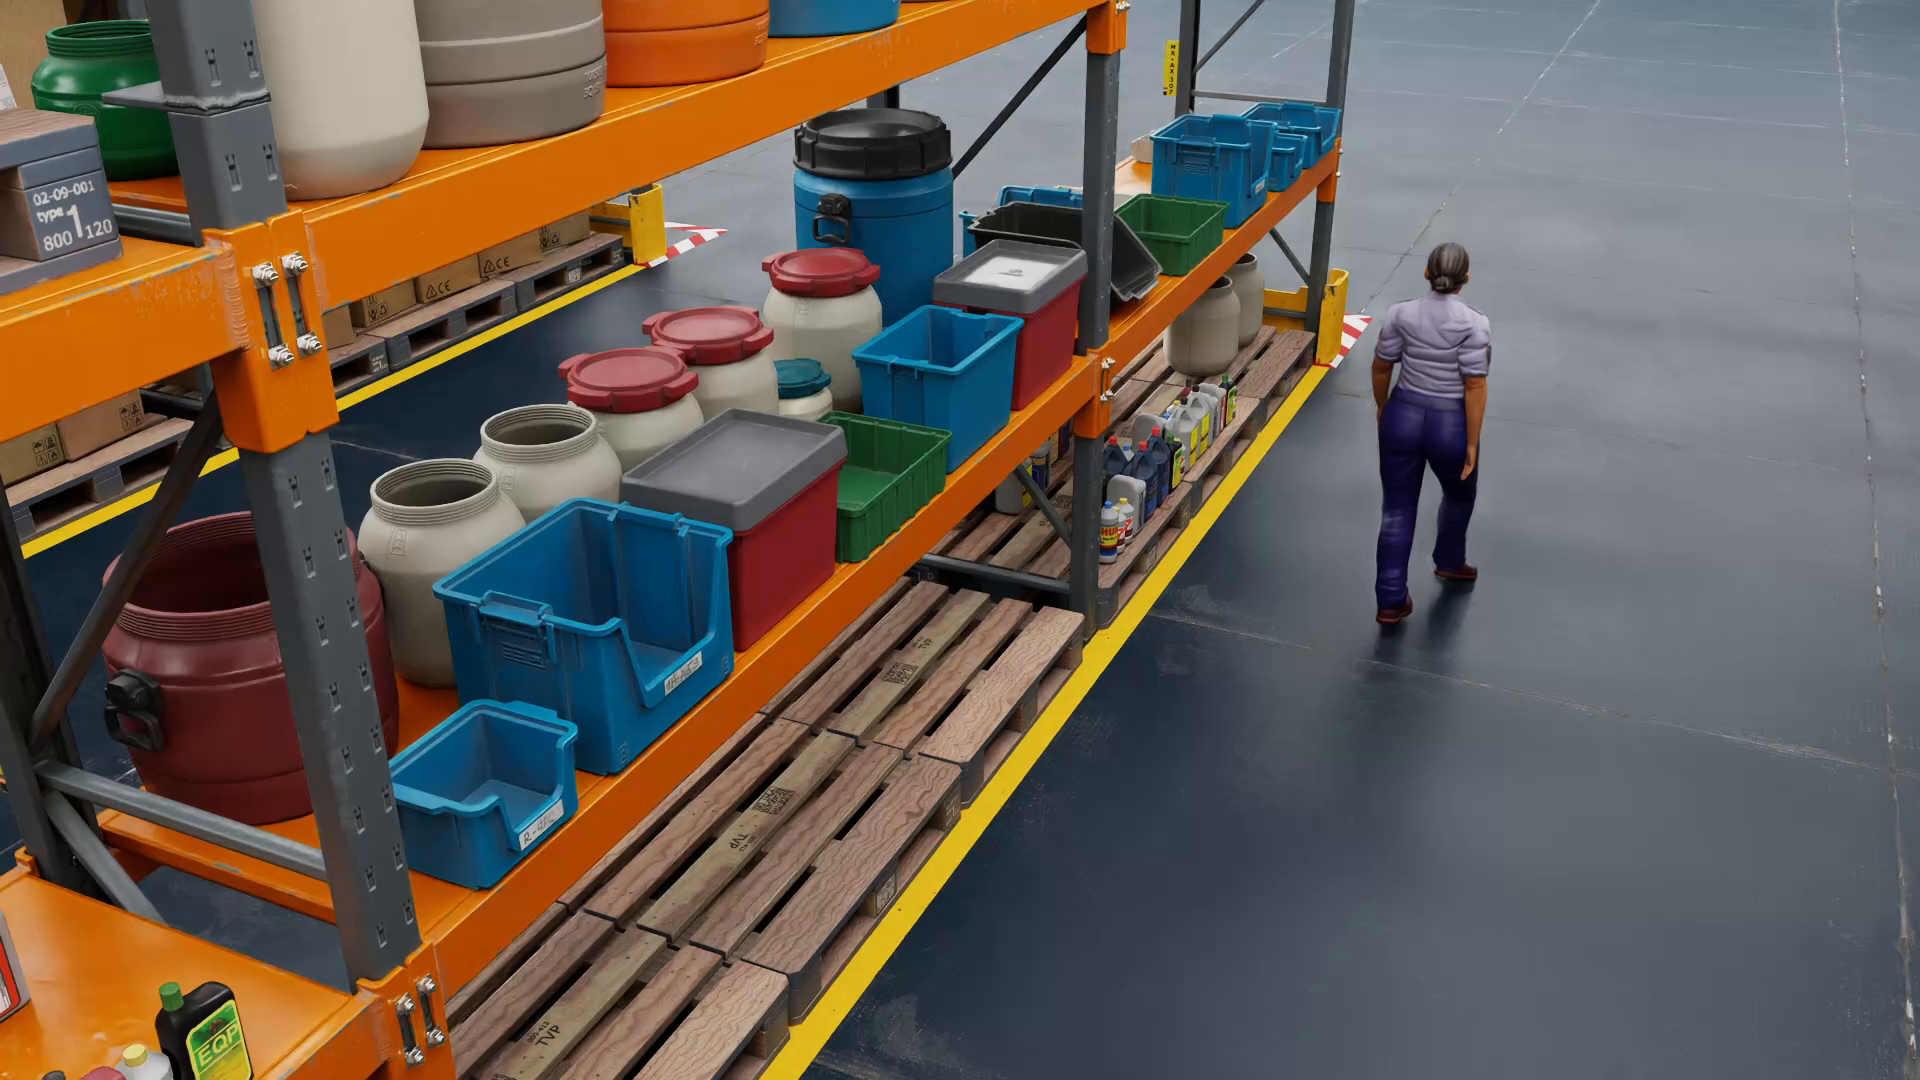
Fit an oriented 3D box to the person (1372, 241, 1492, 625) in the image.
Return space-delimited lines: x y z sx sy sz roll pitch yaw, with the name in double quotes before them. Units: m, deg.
"person" 1.993 -0.478 7.105 0.516 1.653 0.822 13 29 24
